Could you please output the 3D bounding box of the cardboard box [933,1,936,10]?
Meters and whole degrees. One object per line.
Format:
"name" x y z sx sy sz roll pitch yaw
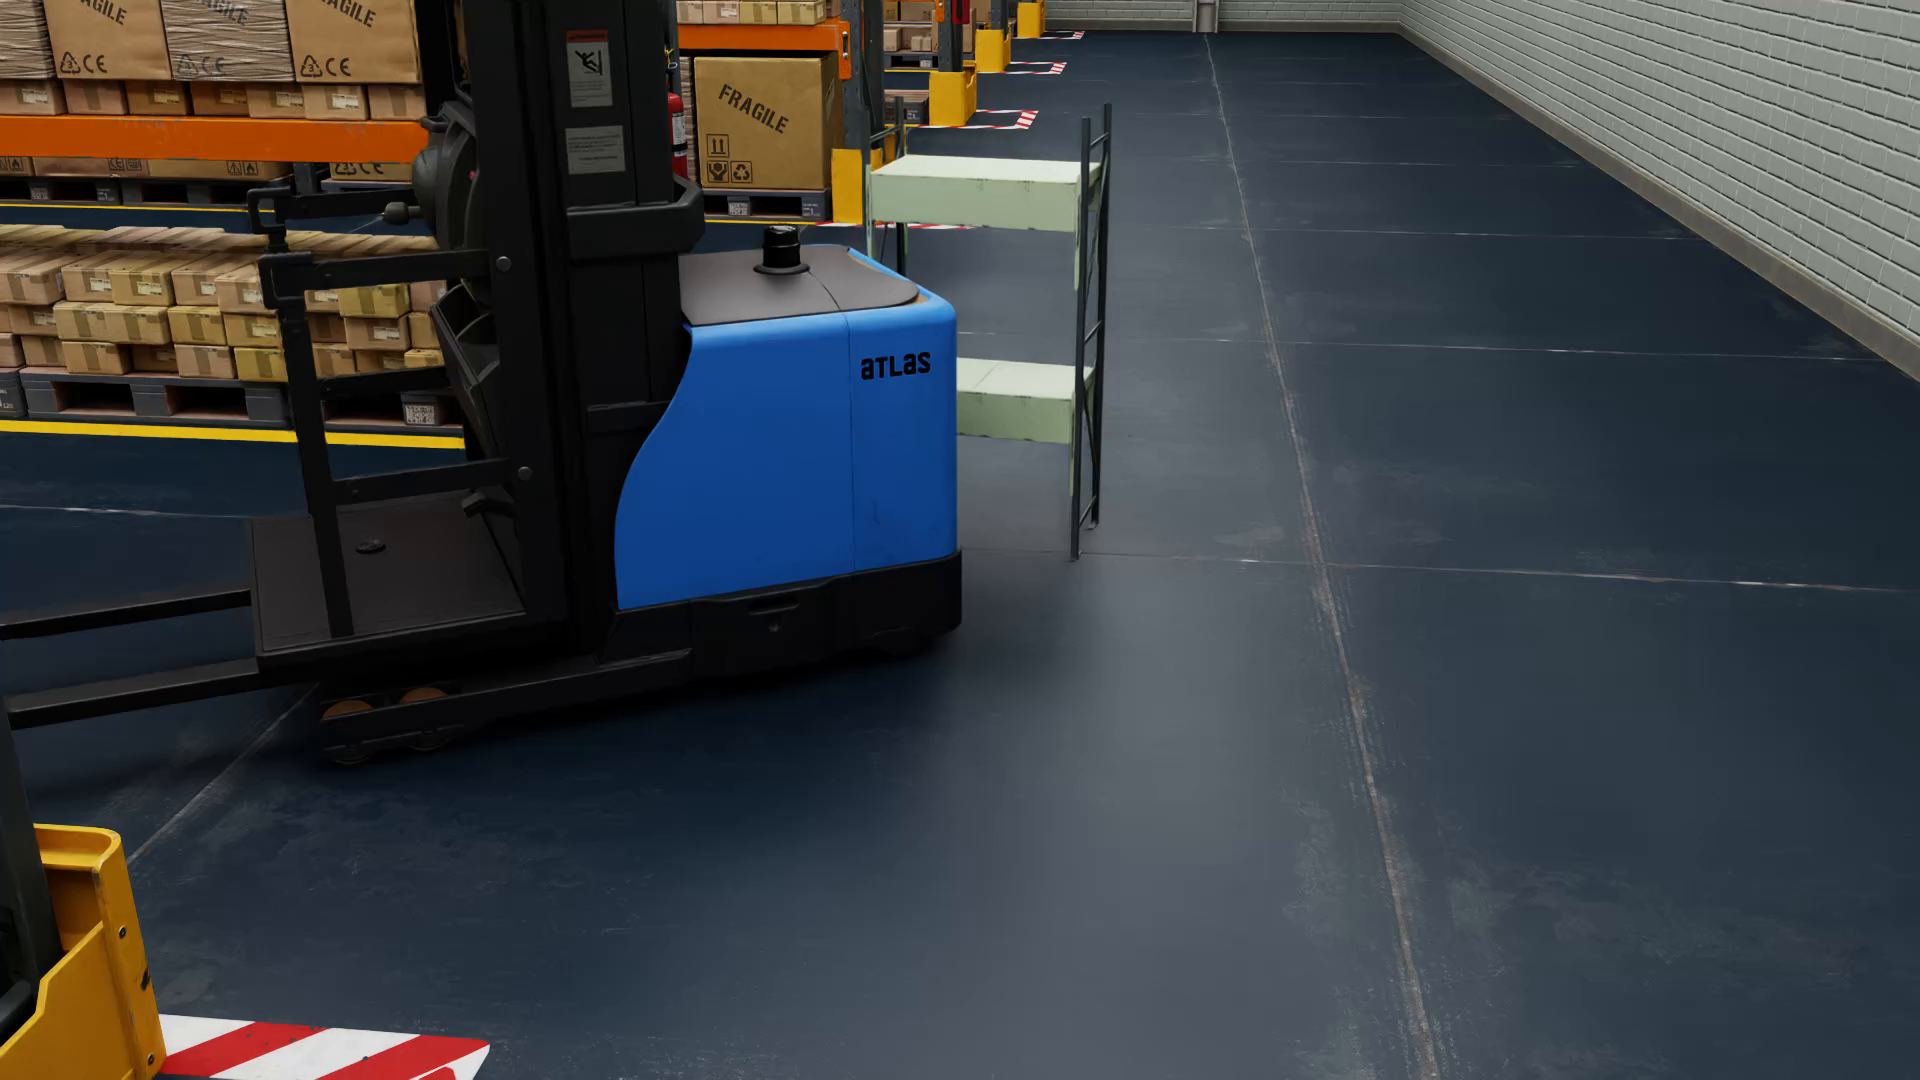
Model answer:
"cardboard box" -0.127 -8.261 25.585 0.500 0.500 0.700 2 22 6

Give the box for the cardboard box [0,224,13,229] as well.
"cardboard box" -4.686 -1.384 7.857 0.250 0.149 0.380 3 22 7

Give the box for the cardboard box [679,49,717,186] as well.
"cardboard box" -2.221 -3.033 11.850 0.875 0.875 0.875 2 22 6

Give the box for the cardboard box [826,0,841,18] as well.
"cardboard box" -0.986 -3.807 11.831 0.250 0.149 0.380 3 22 7

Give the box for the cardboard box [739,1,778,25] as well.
"cardboard box" -1.323 -3.577 11.249 0.250 0.149 0.380 3 22 7

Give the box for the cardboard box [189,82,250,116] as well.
"cardboard box" -2.982 -1.863 6.915 0.250 0.149 0.380 2 22 4

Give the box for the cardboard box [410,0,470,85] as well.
"cardboard box" -1.833 -2.092 6.610 0.500 0.500 0.500 3 22 7

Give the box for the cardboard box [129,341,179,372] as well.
"cardboard box" -3.441 -0.866 7.357 0.250 0.149 0.380 3 22 8

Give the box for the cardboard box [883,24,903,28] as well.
"cardboard box" -1.002 -6.501 21.444 0.500 0.250 0.500 2 22 6

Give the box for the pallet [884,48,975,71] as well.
"pallet" -0.370 -6.145 21.196 1.213 0.211 1.003 2 22 6

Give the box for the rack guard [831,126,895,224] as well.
"rack guard" -0.648 -2.624 11.898 0.348 0.500 1.175 2 22 6

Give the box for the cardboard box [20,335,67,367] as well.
"cardboard box" -3.958 -0.896 7.432 0.250 0.149 0.380 2 22 4

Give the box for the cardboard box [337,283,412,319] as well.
"cardboard box" -2.426 -1.054 7.024 0.250 0.149 0.380 2 22 5

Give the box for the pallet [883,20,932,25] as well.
"pallet" -0.934 -7.976 25.828 1.213 0.211 1.003 2 22 6

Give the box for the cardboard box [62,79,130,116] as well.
"cardboard box" -3.500 -1.872 6.936 0.250 0.149 0.380 3 22 8

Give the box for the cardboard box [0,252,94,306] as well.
"cardboard box" -3.982 -1.140 7.240 0.250 0.149 0.380 3 22 7

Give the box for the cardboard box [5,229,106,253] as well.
"cardboard box" -4.189 -1.336 7.736 0.250 0.149 0.380 3 22 8

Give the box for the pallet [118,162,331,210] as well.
"pallet" -5.419 -2.670 12.406 1.213 0.211 1.003 2 22 6

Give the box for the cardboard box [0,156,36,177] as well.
"cardboard box" -7.049 -3.262 12.430 0.875 0.875 1.225 3 22 6

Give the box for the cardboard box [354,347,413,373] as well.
"cardboard box" -2.423 -0.814 7.226 0.250 0.149 0.380 2 22 6

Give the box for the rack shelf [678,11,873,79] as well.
"rack shelf" -2.658 -3.540 11.792 4.000 0.370 1.077 2 22 6

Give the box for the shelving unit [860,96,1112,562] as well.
"shelving unit" 0.093 -0.730 5.745 0.755 1.500 0.431 6 22 14

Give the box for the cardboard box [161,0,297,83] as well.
"cardboard box" -2.848 -2.134 6.718 0.500 0.500 0.500 3 22 6

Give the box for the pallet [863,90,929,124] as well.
"pallet" -0.903 -4.349 16.654 1.213 0.211 1.003 2 22 6

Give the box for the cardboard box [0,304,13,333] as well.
"cardboard box" -4.230 -1.041 7.396 0.250 0.149 0.380 1 22 4

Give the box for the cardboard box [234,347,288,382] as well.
"cardboard box" -2.930 -0.808 7.211 0.250 0.149 0.380 2 22 4

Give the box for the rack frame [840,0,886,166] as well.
"rack frame" -0.672 -3.788 11.441 0.127 3.000 1.000 2 22 6

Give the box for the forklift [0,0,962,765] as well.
"forklift" -1.561 -0.986 4.447 3.031 2.935 1.130 -9 23 -21

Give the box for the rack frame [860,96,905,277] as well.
"rack frame" -0.259 -0.766 5.837 0.023 1.500 0.400 6 22 14

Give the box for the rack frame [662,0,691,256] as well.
"rack frame" -1.356 -1.981 6.871 0.127 3.000 1.000 2 22 6

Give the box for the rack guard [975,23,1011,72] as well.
"rack guard" 0.422 -6.245 21.057 0.348 0.500 1.175 2 22 6

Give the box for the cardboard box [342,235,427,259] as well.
"cardboard box" -2.615 -1.280 7.596 0.250 0.149 0.380 1 22 4

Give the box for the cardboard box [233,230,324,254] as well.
"cardboard box" -3.146 -1.324 7.706 0.250 0.149 0.380 3 22 7

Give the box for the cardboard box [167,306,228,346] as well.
"cardboard box" -3.198 -0.965 7.203 0.250 0.149 0.380 4 22 9

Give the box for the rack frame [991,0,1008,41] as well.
"rack frame" 0.498 -7.404 20.589 0.127 3.000 1.000 2 22 6

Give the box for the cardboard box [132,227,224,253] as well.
"cardboard box" -3.640 -1.351 7.773 0.250 0.149 0.380 2 22 4

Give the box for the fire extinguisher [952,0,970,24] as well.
"fire extinguisher" 0.007 -5.214 15.661 0.183 0.674 0.296 2 22 6

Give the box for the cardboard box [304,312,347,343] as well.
"cardboard box" -2.685 -0.979 7.238 0.250 0.149 0.380 2 22 6

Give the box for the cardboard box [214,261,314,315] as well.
"cardboard box" -2.949 -1.080 7.089 0.250 0.149 0.380 3 22 8

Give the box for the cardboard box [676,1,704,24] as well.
"cardboard box" -1.821 -3.599 11.306 0.250 0.149 0.380 3 22 7

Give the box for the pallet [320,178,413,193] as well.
"pallet" -3.898 -2.603 12.236 1.213 0.211 1.003 2 22 6

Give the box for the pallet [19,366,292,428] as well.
"pallet" -3.442 -0.790 7.650 1.213 0.211 1.003 2 22 6

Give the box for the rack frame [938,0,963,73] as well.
"rack frame" -0.089 -5.596 16.015 0.127 3.000 1.000 2 22 6

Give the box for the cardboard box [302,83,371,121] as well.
"cardboard box" -2.462 -1.808 6.774 0.250 0.149 0.380 3 22 8

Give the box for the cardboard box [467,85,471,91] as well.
"cardboard box" -1.956 -1.800 6.754 0.250 0.149 0.380 2 22 6

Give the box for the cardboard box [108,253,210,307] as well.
"cardboard box" -3.462 -1.133 7.223 0.250 0.149 0.380 3 22 7

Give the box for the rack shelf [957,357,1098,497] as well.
"rack shelf" 0.093 -0.426 5.865 0.720 0.370 0.431 6 22 14

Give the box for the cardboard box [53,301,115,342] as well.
"cardboard box" -3.717 -0.987 7.258 0.250 0.149 0.380 2 22 6

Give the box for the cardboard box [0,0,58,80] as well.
"cardboard box" -3.878 -2.172 6.813 0.500 0.500 0.500 2 22 5

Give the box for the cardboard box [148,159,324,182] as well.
"cardboard box" -5.282 -3.188 12.244 0.875 0.875 1.225 3 22 6

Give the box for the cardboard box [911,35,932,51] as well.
"cardboard box" -0.463 -6.275 20.988 0.250 0.166 0.380 2 22 6

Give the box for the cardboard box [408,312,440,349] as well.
"cardboard box" -2.167 -0.939 7.136 0.250 0.149 0.380 2 22 5

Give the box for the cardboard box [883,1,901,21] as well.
"cardboard box" -1.157 -8.303 25.691 0.500 0.500 0.700 3 22 8

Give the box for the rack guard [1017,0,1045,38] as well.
"rack guard" 1.101 -8.050 25.621 0.348 0.500 1.175 2 22 6
